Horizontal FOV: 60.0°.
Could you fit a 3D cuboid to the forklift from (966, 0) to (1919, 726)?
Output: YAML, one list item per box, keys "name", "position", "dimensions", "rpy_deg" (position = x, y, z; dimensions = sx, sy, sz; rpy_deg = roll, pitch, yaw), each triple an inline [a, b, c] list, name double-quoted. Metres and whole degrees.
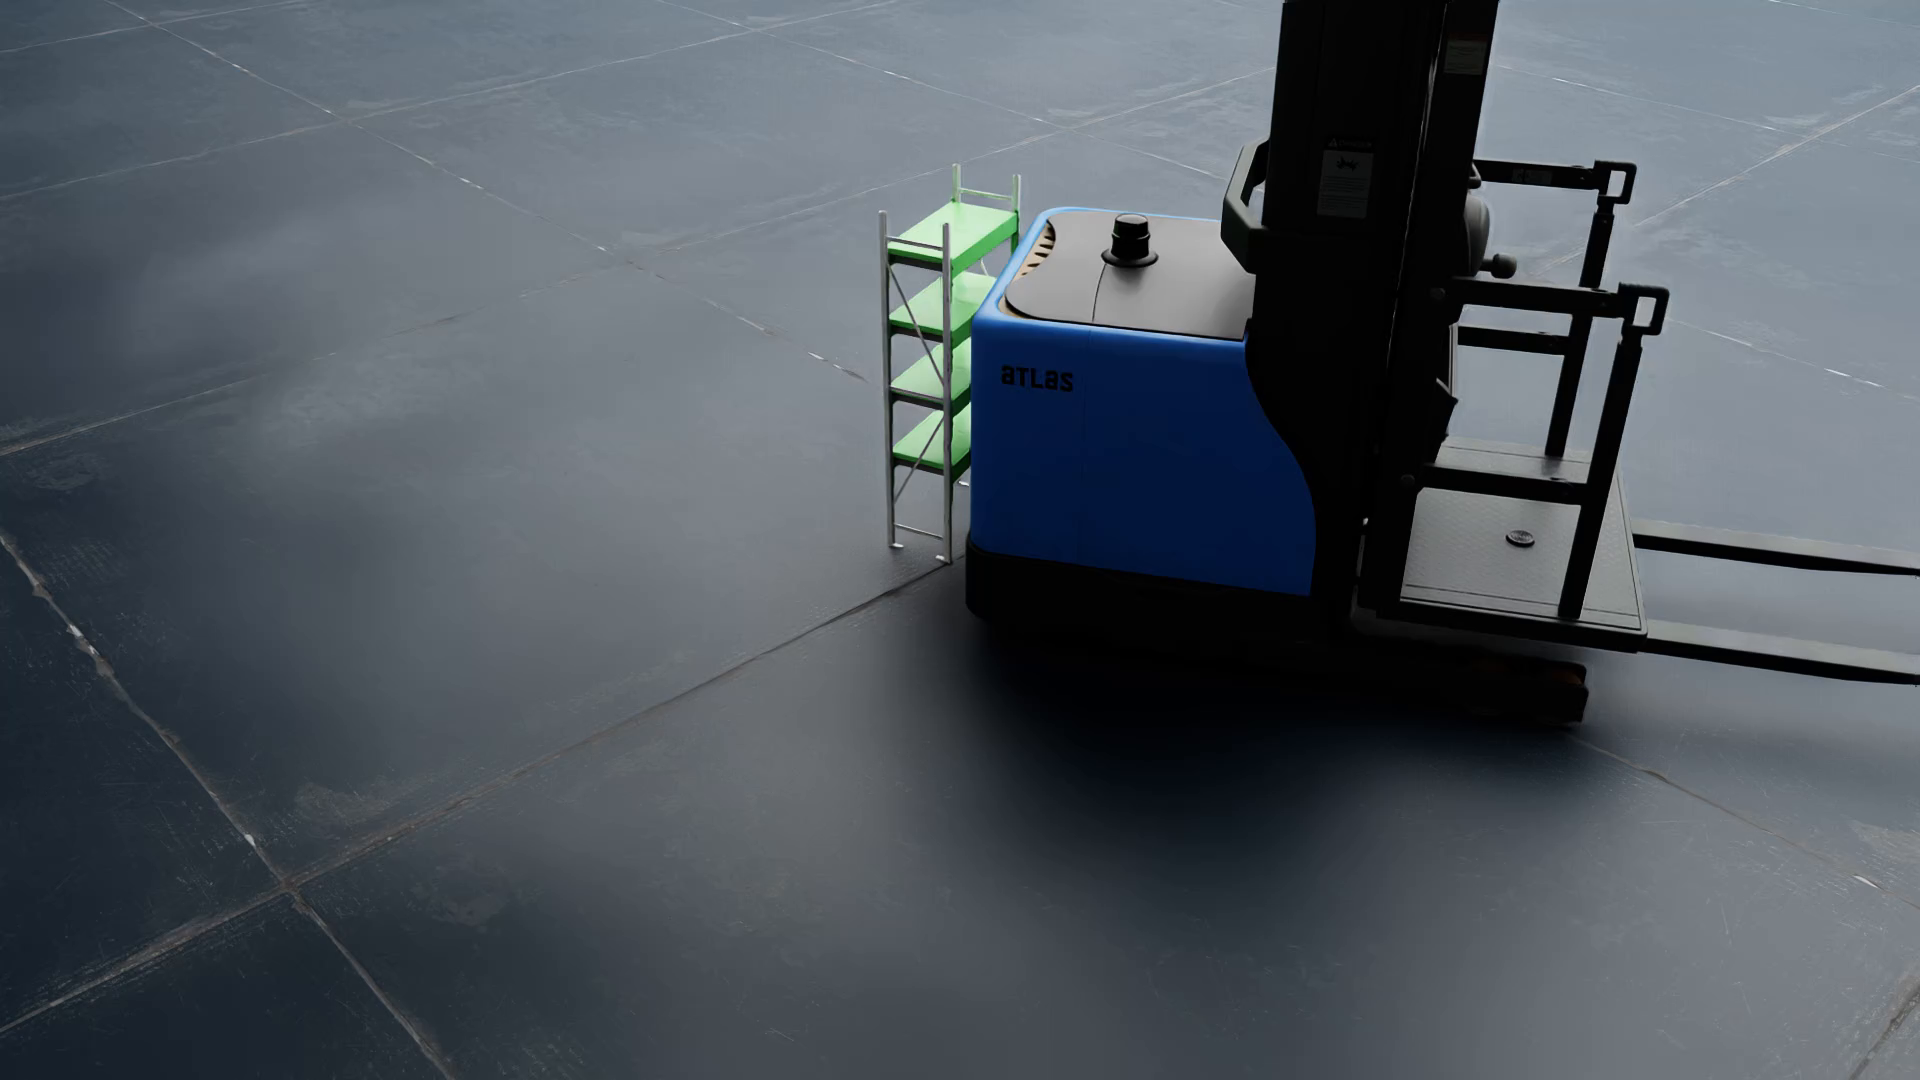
- name: "forklift"
  position: [1.593, -1.015, 4.601]
  dimensions: [3.031, 2.935, 1.130]
  rpy_deg: [8, 32, 12]

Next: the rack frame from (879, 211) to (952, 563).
- name: "rack frame"
  position: [-0.138, -0.467, 5.364]
  dimensions: [0.240, 1.200, 0.015]
  rpy_deg: [15, 35, 23]

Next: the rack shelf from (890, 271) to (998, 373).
- name: "rack shelf"
  position: [-0.027, -0.731, 5.457]
  dimensions: [0.258, 0.148, 0.480]
  rpy_deg: [15, 35, 23]

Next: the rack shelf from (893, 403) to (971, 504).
- name: "rack shelf"
  position: [-0.027, -0.321, 5.708]
  dimensions: [0.258, 0.148, 0.480]
  rpy_deg: [15, 35, 23]

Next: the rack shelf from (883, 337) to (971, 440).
- name: "rack shelf"
  position: [-0.027, -0.526, 5.583]
  dimensions: [0.258, 0.148, 0.480]
  rpy_deg: [15, 35, 23]

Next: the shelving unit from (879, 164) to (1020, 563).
- name: "shelving unit"
  position: [-0.027, -0.581, 5.549]
  dimensions: [0.258, 1.200, 0.503]
  rpy_deg: [15, 35, 23]

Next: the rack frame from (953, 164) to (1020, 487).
- name: "rack frame"
  position: [0.085, -0.694, 5.734]
  dimensions: [0.240, 1.200, 0.015]
  rpy_deg: [15, 35, 23]

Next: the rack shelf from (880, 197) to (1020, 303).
- name: "rack shelf"
  position: [-0.027, -0.936, 5.332]
  dimensions: [0.258, 0.148, 0.480]
  rpy_deg: [15, 35, 23]
